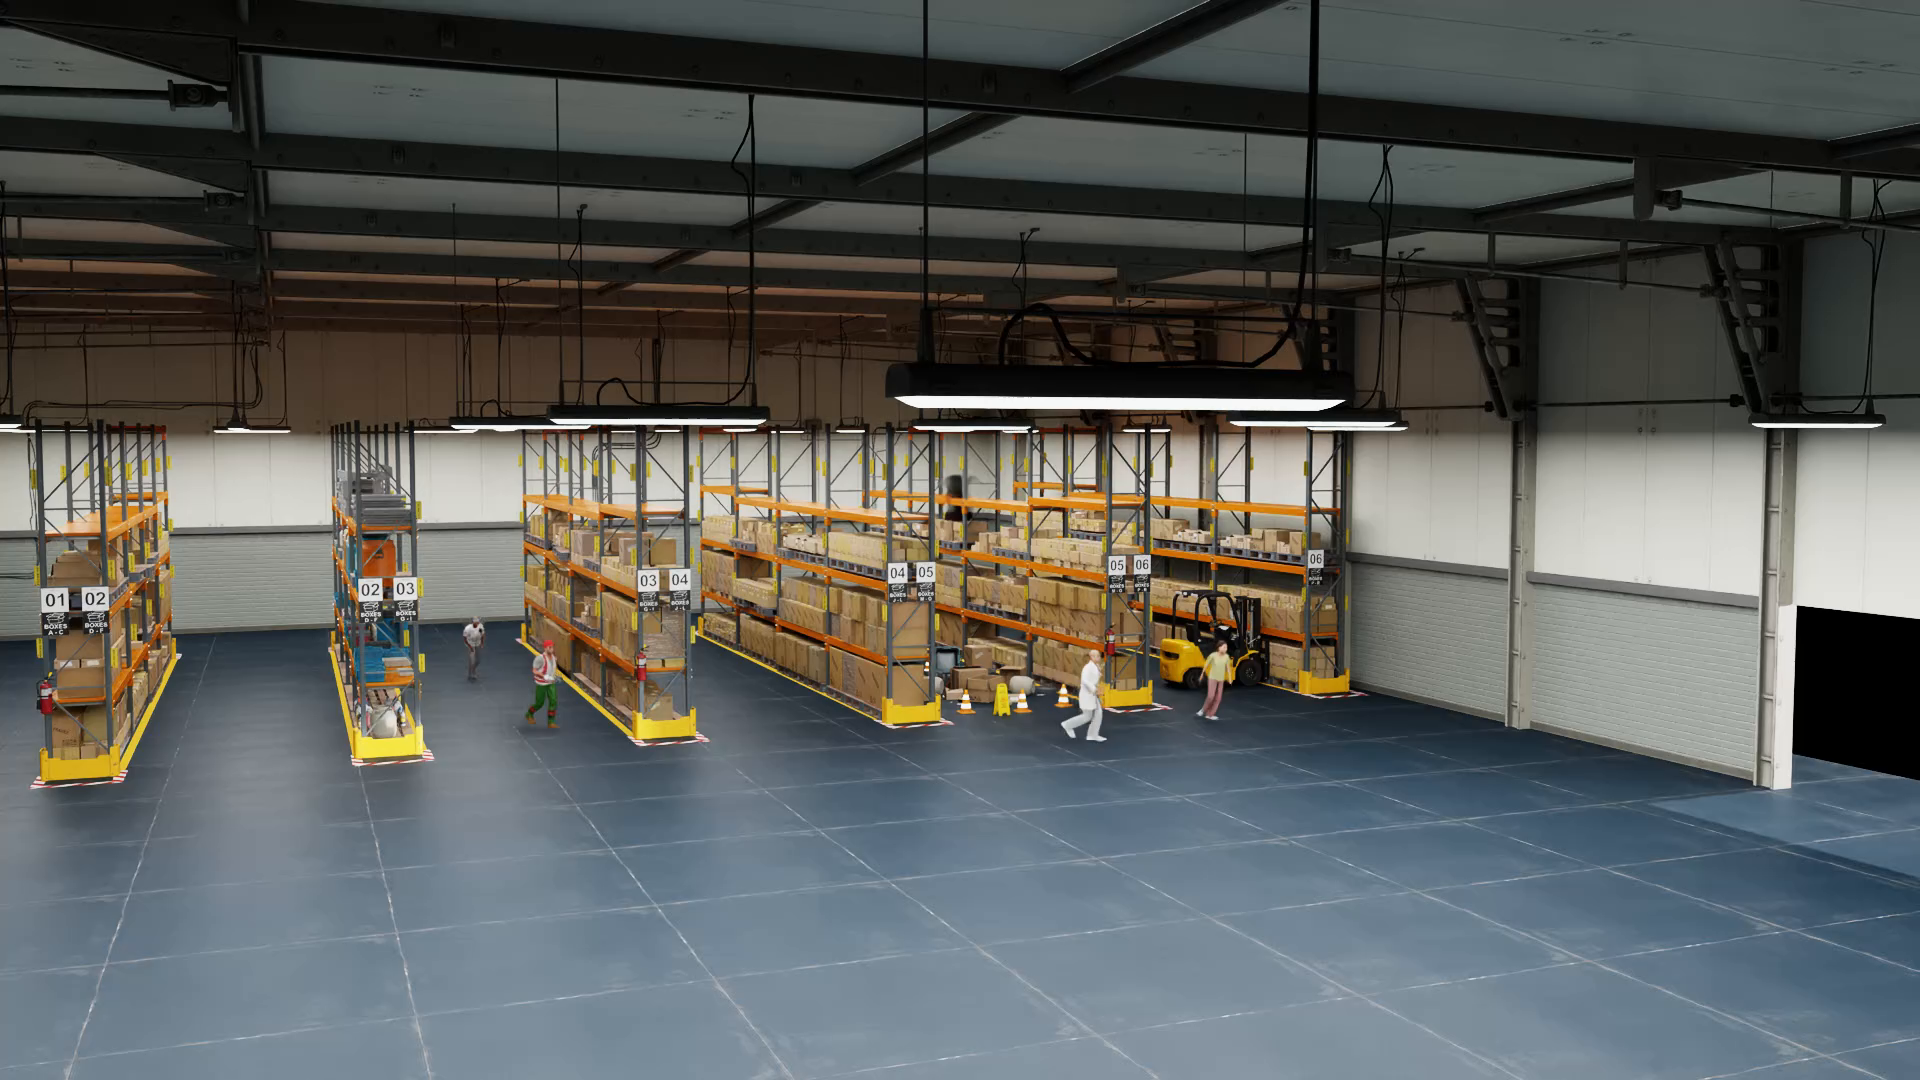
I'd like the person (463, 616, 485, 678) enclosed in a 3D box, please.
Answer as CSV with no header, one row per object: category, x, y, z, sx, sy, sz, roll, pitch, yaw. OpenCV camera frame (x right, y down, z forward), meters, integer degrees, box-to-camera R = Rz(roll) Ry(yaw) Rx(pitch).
person,-11.503,2.512,39.317,0.853,1.511,0.604,3,5,43

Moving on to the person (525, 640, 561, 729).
person,-8.175,2.814,32.583,0.921,1.750,0.673,3,5,38

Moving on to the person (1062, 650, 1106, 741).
person,2.334,2.912,31.205,0.845,1.731,0.708,1,4,22

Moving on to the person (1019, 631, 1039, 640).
person,1.956,2.002,46.571,0.572,1.646,0.850,-3,5,-38

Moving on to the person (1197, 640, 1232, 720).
person,5.136,2.817,33.512,0.621,1.636,0.524,-1,4,-17
